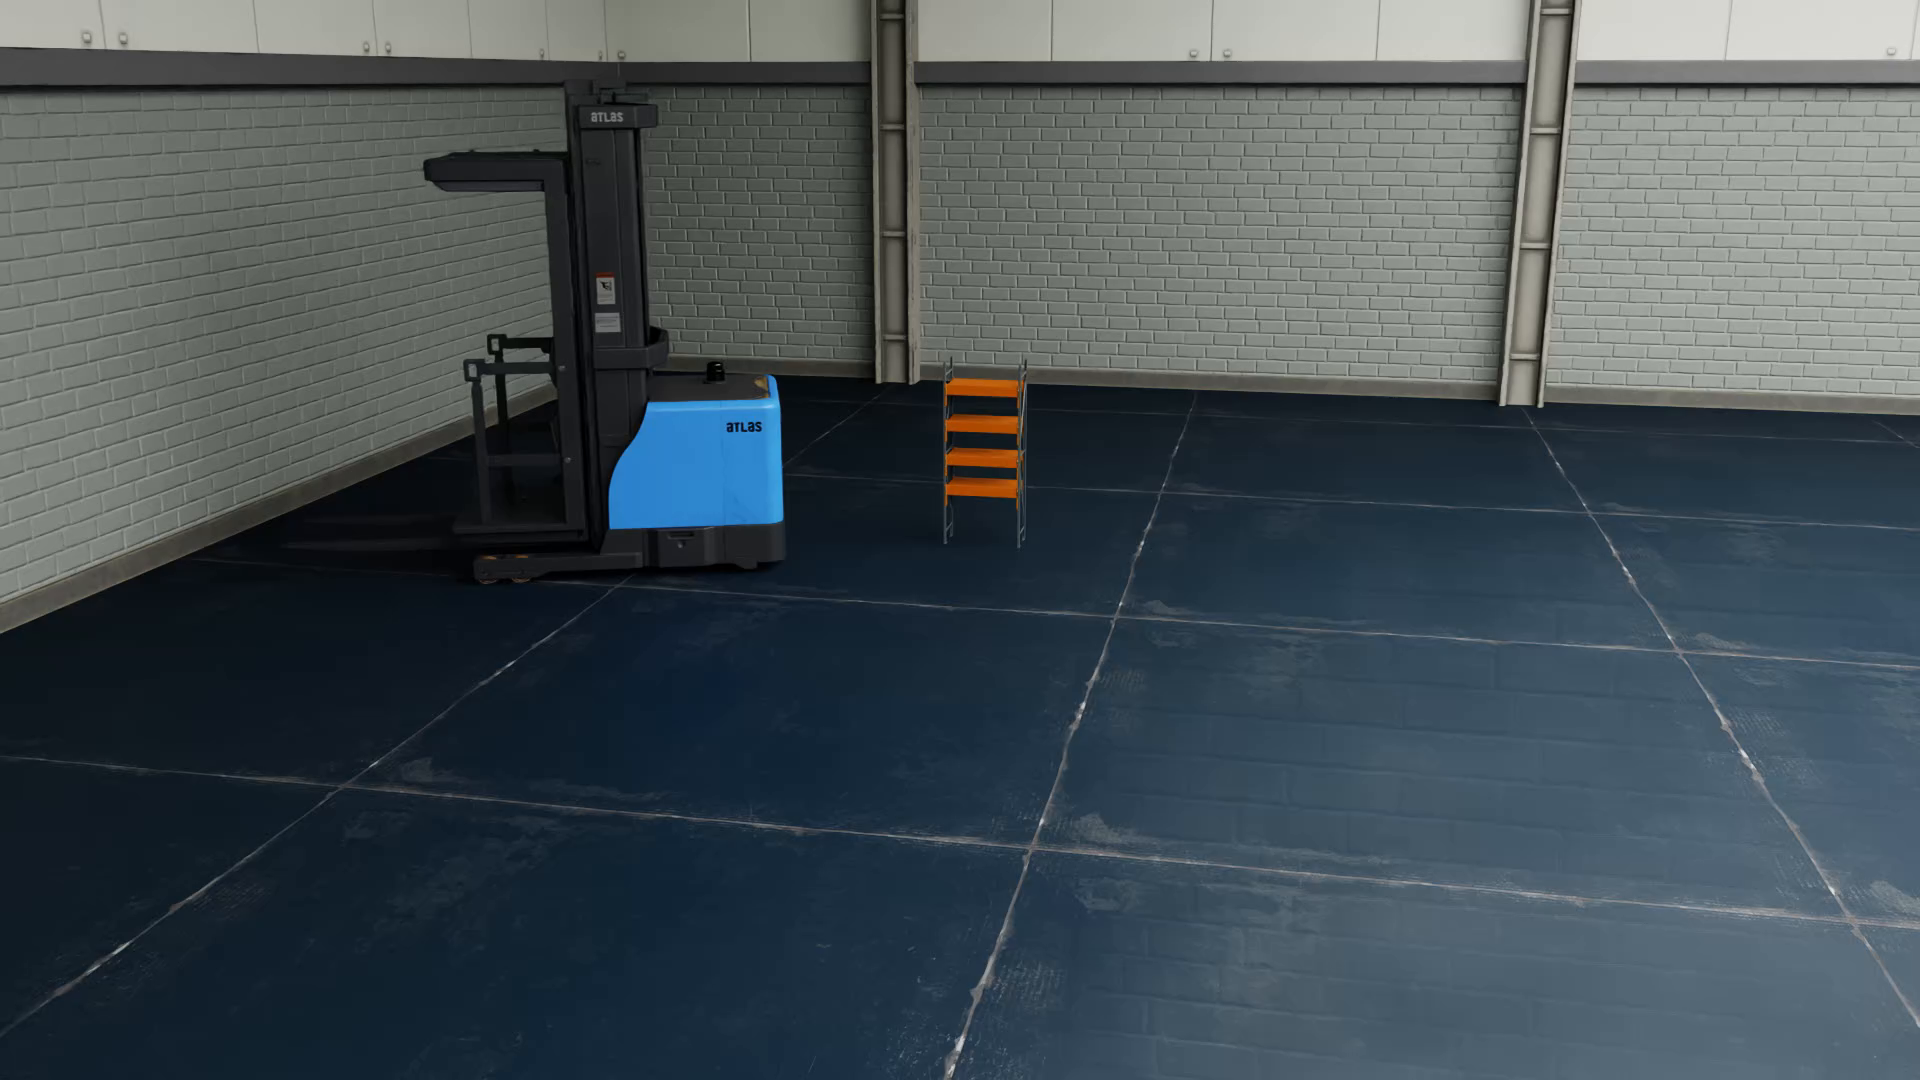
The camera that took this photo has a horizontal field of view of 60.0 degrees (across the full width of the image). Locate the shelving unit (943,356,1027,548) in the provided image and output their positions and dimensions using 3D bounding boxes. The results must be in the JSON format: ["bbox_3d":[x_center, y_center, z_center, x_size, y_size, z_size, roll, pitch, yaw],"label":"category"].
[{"bbox_3d":[13.650,-0.152,7.890,28.100,1.949,0.597,3,16,11],"label":"shelving unit"}]

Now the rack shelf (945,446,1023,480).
[{"bbox_3d":[13.656,-0.373,7.828,28.088,1.490,0.597,3,16,11],"label":"rack shelf"}]

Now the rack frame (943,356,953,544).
[{"bbox_3d":[-0.077,-0.582,10.847,0.015,1.200,0.240,3,16,11],"label":"rack frame"}]

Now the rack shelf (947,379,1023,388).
[{"bbox_3d":[0.162,-0.986,10.685,0.457,0.050,0.221,3,16,11],"label":"rack shelf"}]

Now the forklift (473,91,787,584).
[{"bbox_3d":[-2.095,-1.285,10.260,1.939,2.867,1.129,-2,16,-7],"label":"forklift"}]

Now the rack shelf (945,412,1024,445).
[{"bbox_3d":[0.162,-0.720,10.758,0.480,0.148,0.258,3,16,11],"label":"rack shelf"}]

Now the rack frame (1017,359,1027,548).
[{"bbox_3d":[0.401,-0.556,10.753,0.015,1.200,0.240,3,16,11],"label":"rack frame"}]

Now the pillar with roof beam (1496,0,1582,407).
[{"bbox_3d":[4.397,-4.493,10.357,0.400,9.000,9.100,3,16,11],"label":"pillar with roof beam"}]

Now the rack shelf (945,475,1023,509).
[{"bbox_3d":[0.162,-0.313,10.871,0.480,0.148,0.258,3,16,11],"label":"rack shelf"}]
